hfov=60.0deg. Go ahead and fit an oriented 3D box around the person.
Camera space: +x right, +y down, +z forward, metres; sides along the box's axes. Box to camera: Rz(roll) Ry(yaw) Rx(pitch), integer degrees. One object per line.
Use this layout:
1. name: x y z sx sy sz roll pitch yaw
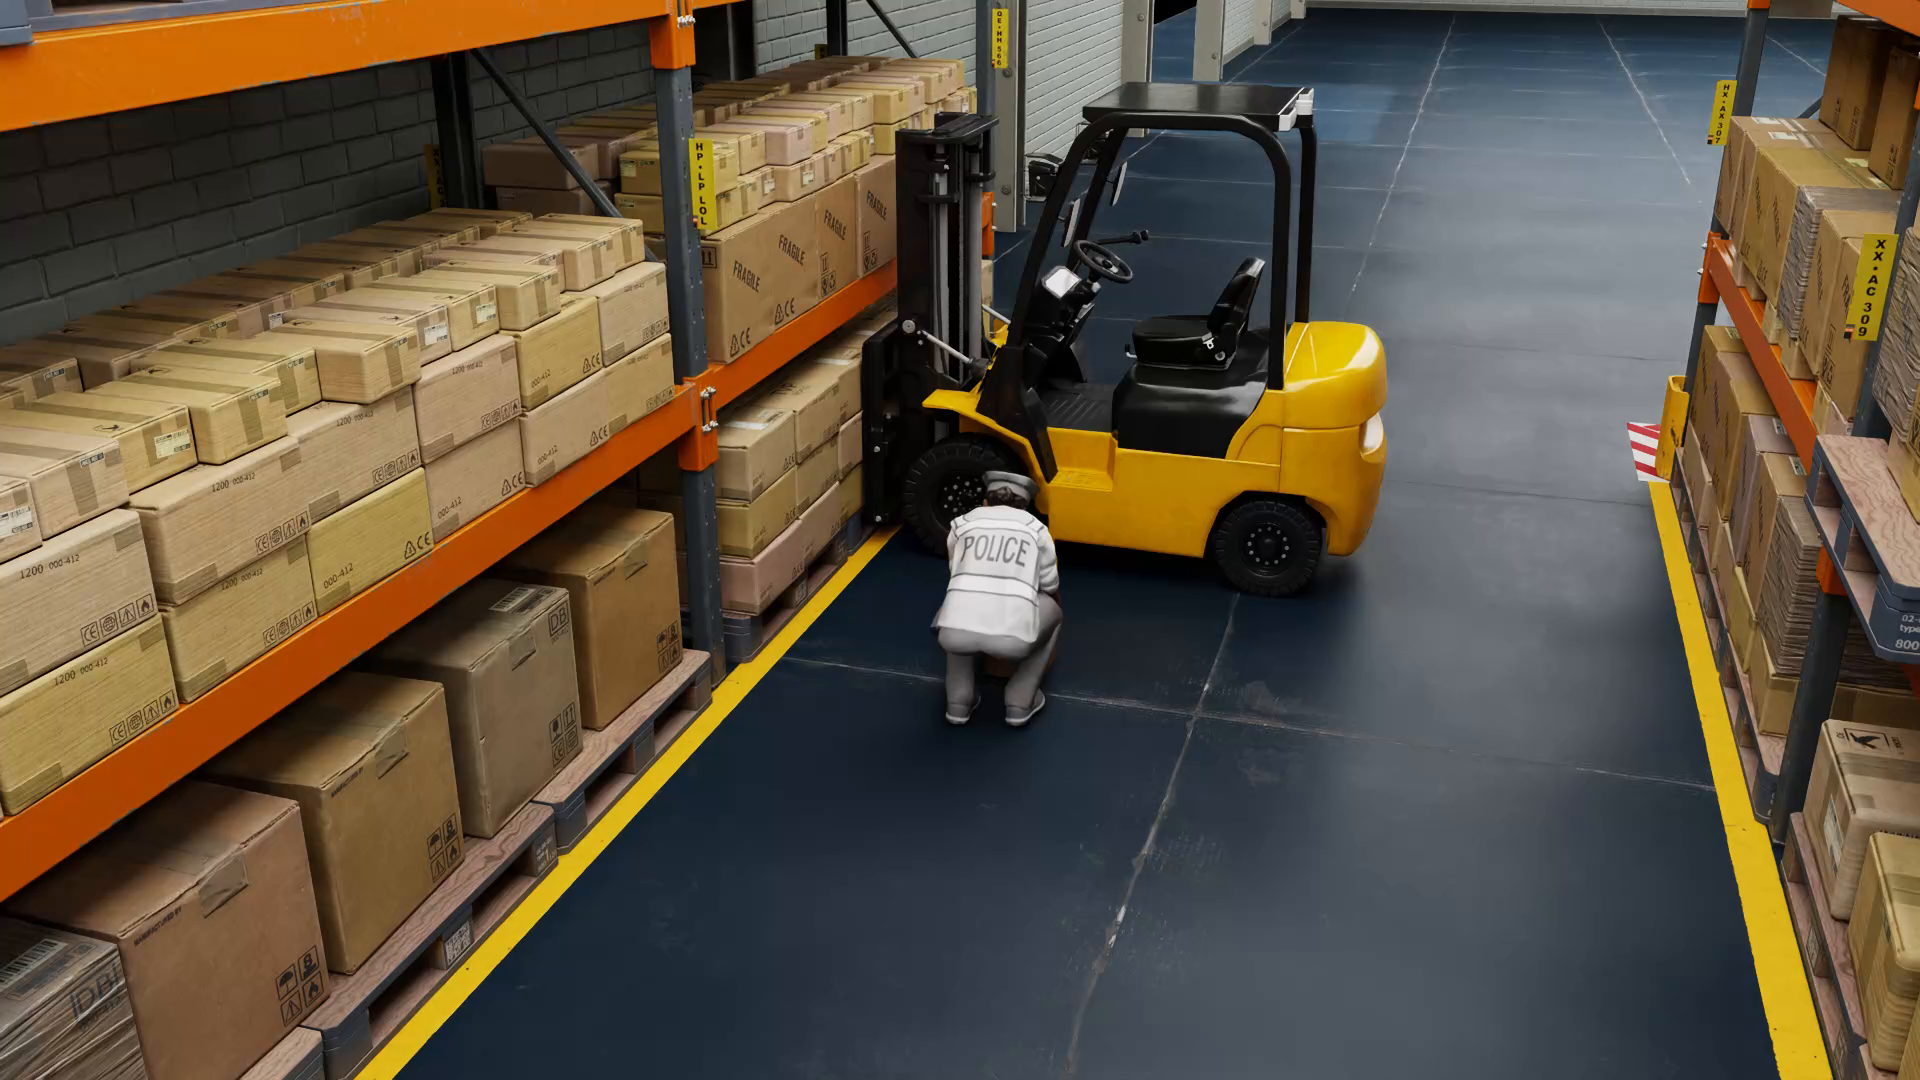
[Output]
1. person: 0.155 0.234 6.555 0.475 0.888 0.865 6 23 16
